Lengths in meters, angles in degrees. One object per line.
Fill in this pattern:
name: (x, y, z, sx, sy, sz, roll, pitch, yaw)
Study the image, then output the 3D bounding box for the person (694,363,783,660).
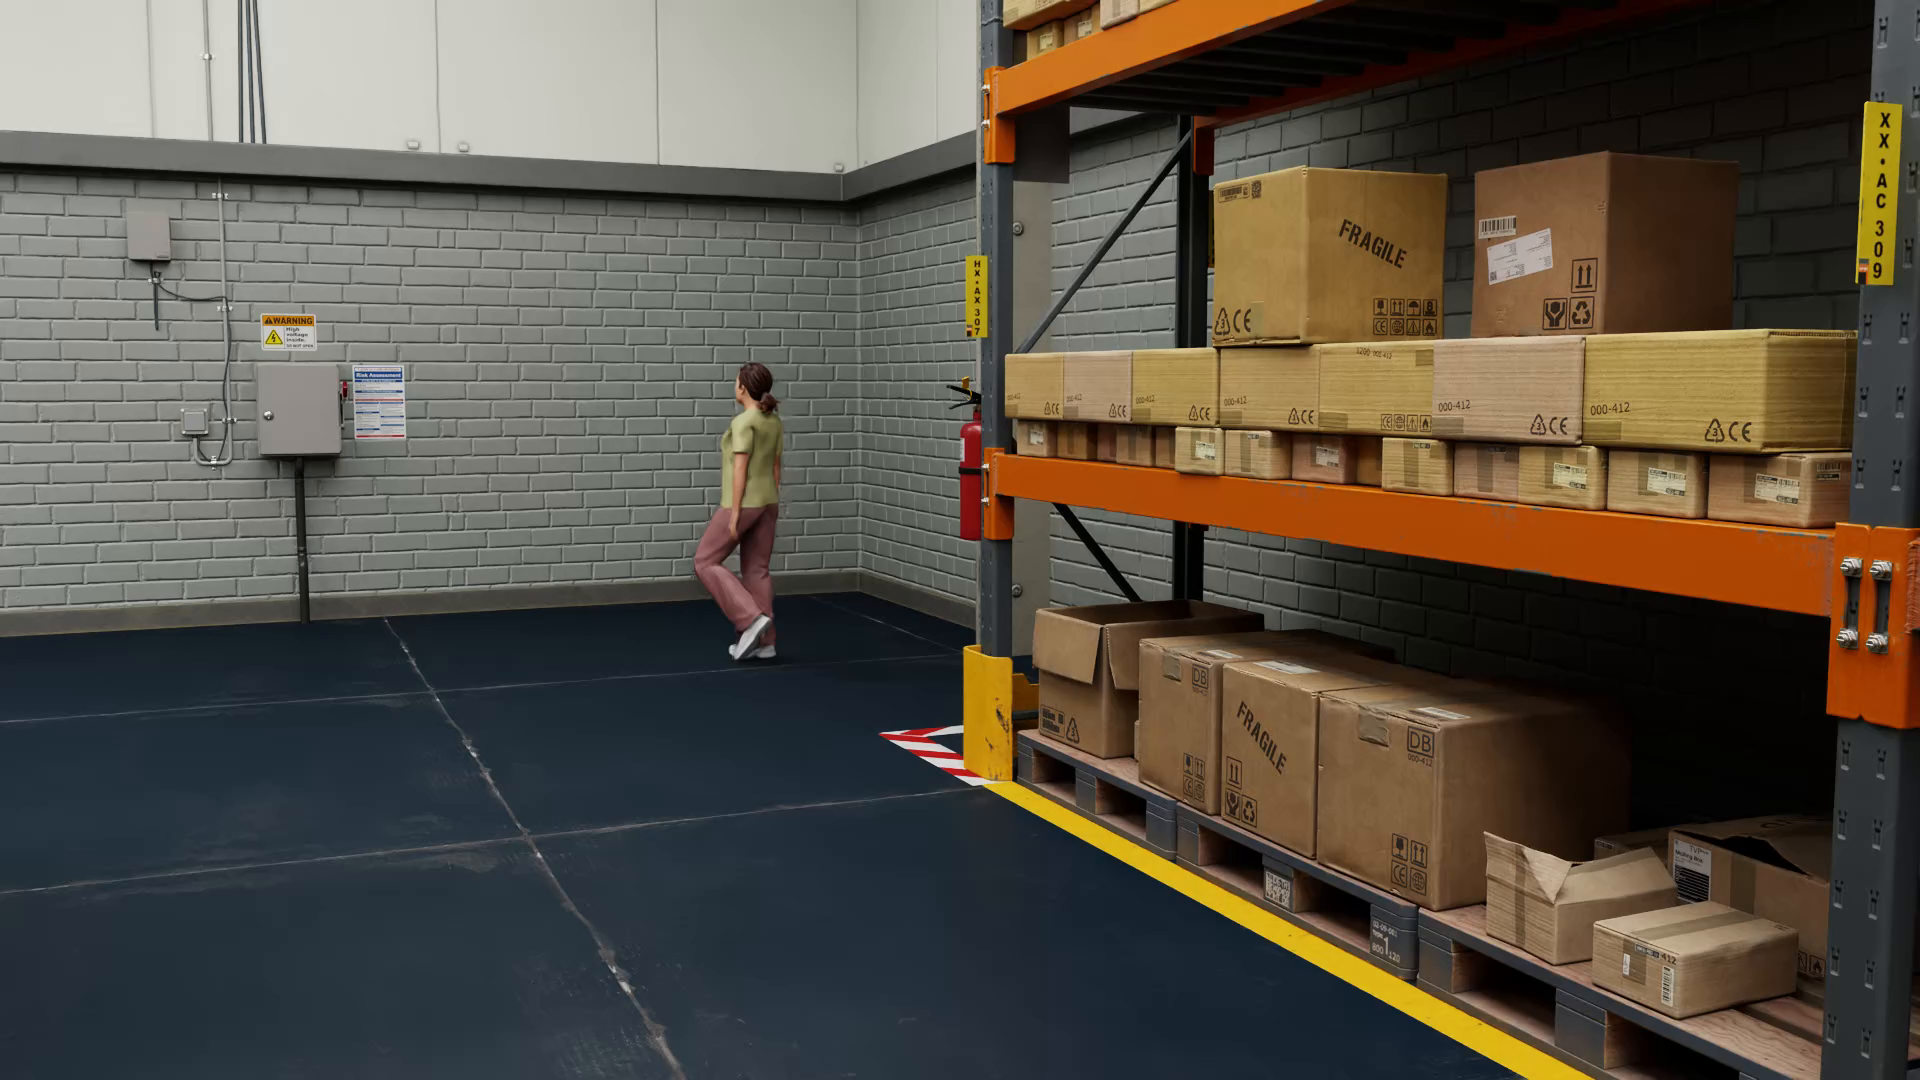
person: (-1.218, -0.162, 9.374, 0.465, 1.665, 0.479, 3, 6, 29)
